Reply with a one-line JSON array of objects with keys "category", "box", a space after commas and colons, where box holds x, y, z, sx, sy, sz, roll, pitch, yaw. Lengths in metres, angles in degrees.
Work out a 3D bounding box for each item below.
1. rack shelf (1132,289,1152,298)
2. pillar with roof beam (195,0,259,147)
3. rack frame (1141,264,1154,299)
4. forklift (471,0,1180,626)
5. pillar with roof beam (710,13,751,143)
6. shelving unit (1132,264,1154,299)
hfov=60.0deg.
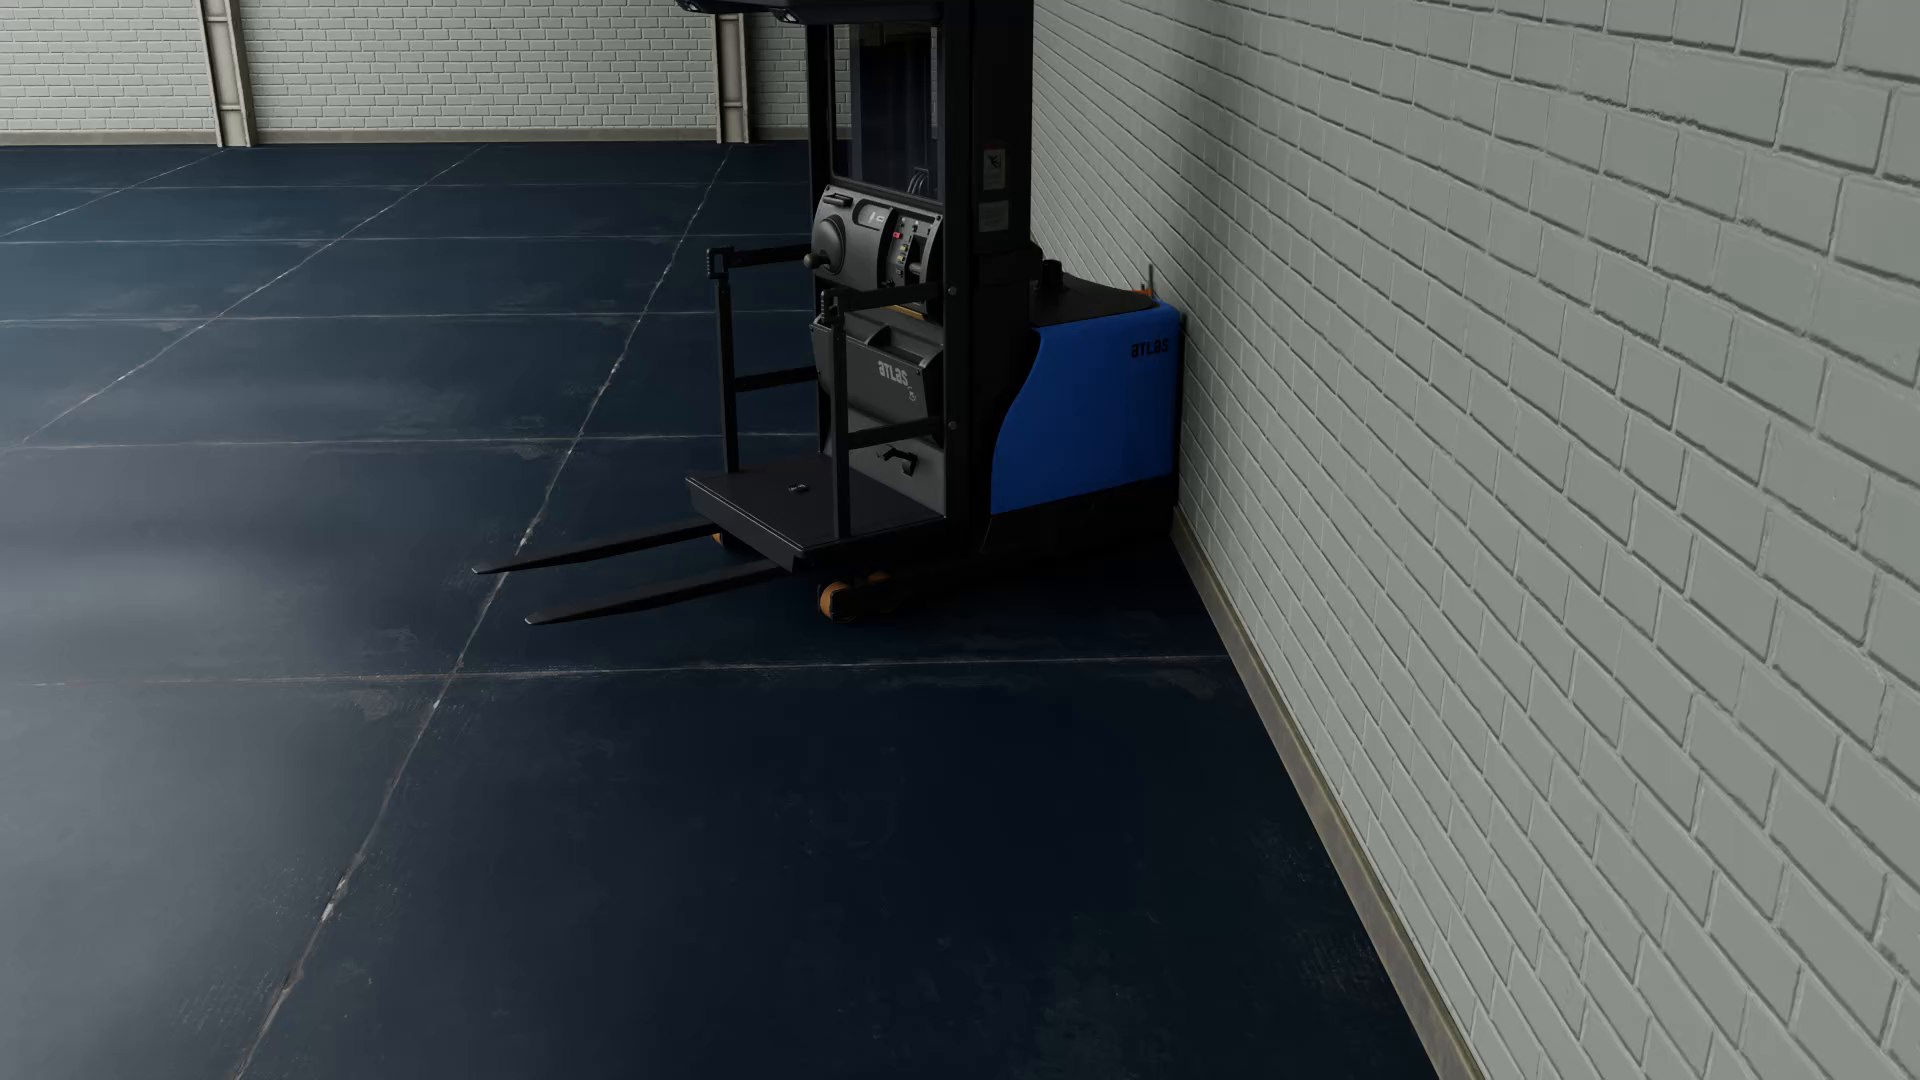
[{"category": "rack shelf", "box": [0.684, -1.118, 8.173, 0.480, 0.148, 0.258, 0, -16, -4]}, {"category": "pillar with roof beam", "box": [-8.540, -7.486, 14.637, 0.400, 9.000, 9.100, -1, 21, -3]}, {"category": "rack frame", "box": [0.933, -0.739, 8.084, 0.015, 1.200, 0.240, 0, -16, -4]}, {"category": "forklift", "box": [-0.523, -1.246, 6.774, 3.031, 2.935, 1.130, -13, 25, -31]}, {"category": "pillar with roof beam", "box": [-2.550, -7.608, 14.957, 0.400, 9.000, 9.100, -1, 21, -3]}, {"category": "shelving unit", "box": [0.690, -0.740, 8.067, 0.503, 1.200, 0.258, 0, -16, -4]}]
